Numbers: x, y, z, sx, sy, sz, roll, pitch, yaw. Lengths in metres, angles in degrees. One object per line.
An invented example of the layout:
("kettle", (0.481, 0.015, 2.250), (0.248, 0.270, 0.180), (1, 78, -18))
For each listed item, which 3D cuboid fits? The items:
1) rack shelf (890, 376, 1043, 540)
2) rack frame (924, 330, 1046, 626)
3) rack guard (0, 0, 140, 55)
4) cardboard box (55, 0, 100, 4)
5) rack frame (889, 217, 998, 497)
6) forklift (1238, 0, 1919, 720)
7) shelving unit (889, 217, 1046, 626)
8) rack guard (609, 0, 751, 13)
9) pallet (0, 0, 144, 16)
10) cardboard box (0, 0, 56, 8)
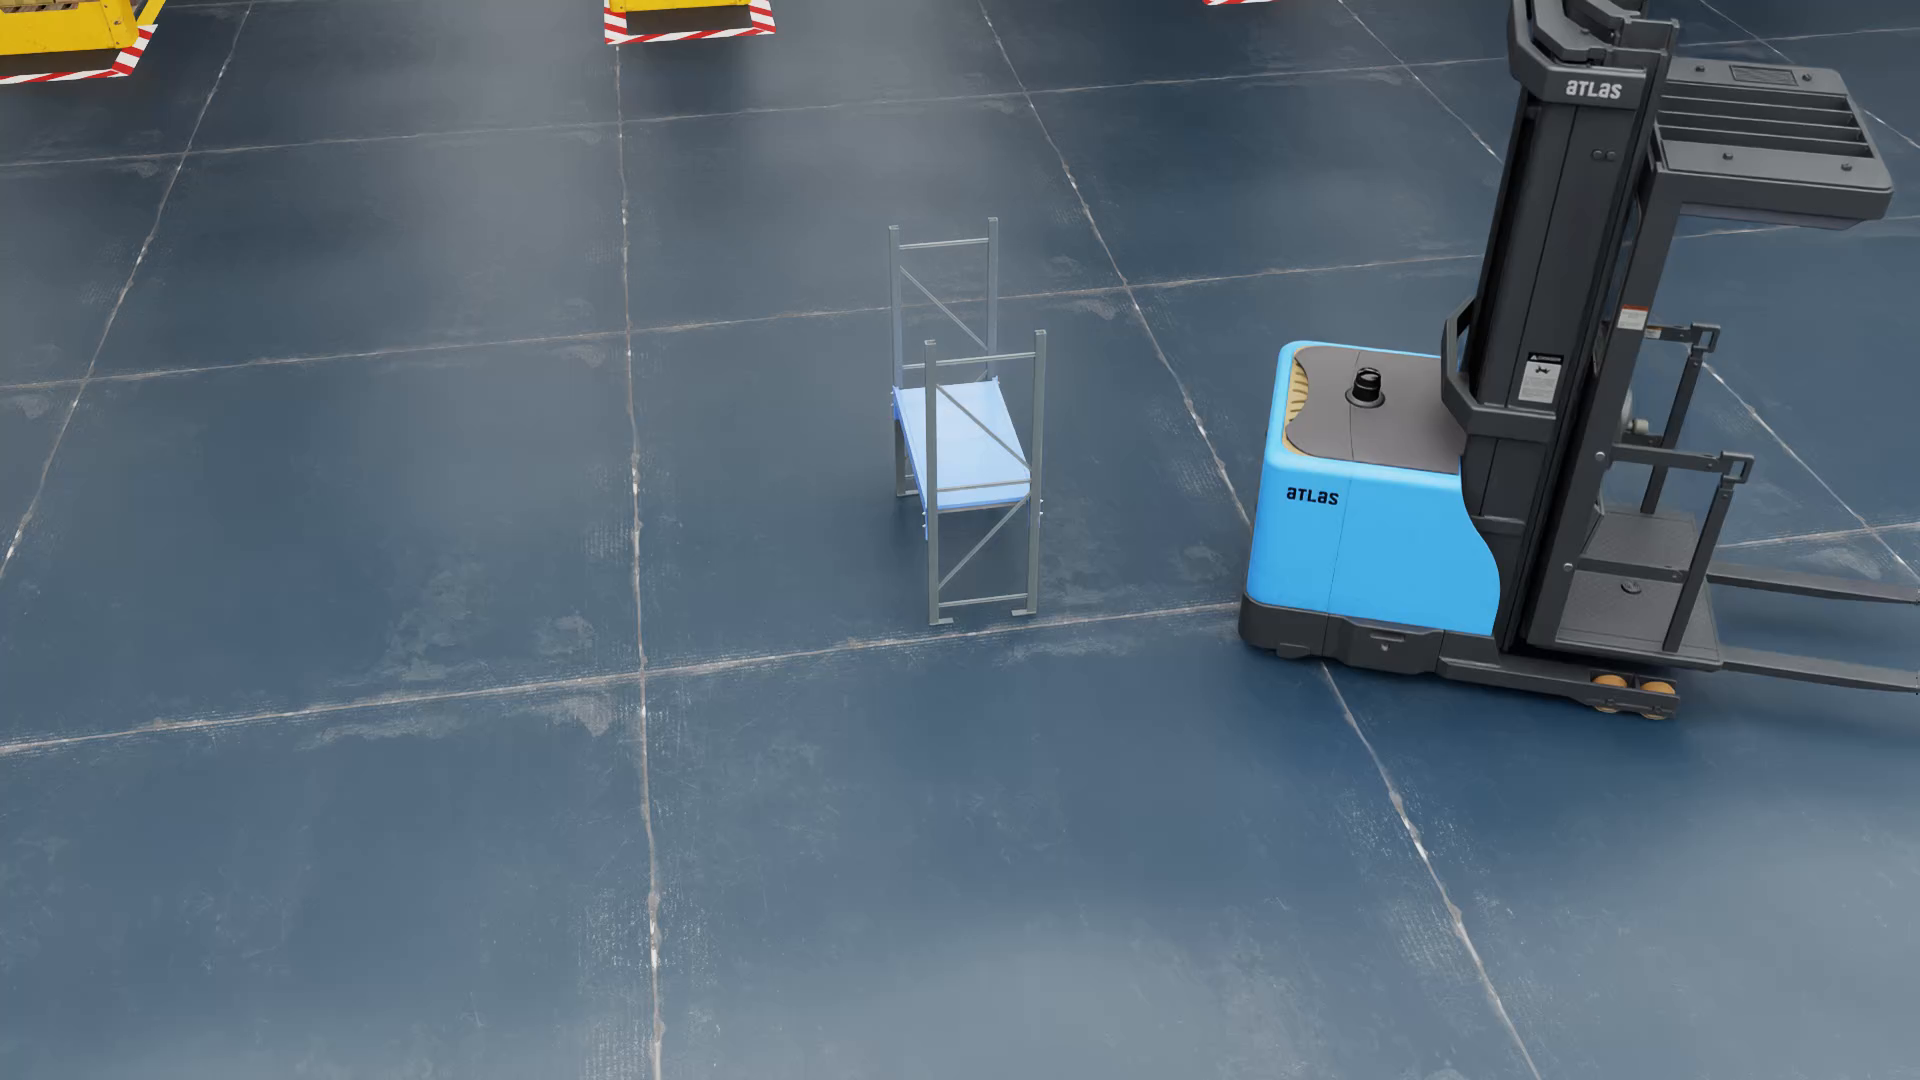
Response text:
("rack shelf", (0.015, -0.399, 7.734), (0.538, 0.185, 1.000), (-6, 38, -8))
("rack frame", (0.104, -0.234, 7.228), (0.500, 1.500, 0.032), (-6, 38, -8))
("rack guard", (-7.163, -4.139, 13.071), (1.175, 0.500, 0.348), (-6, 38, -8))
("cardboard box", (-7.042, -4.569, 13.485), (0.500, 0.250, 0.500), (-6, 38, -8))
("rack frame", (-0.074, -0.848, 8.019), (0.500, 1.500, 0.032), (-6, 38, -8))
("forklift", (2.827, -0.745, 6.719), (3.031, 2.935, 1.130), (8, 39, 10))
("shelving unit", (0.015, -0.541, 7.623), (0.538, 1.500, 1.048), (-6, 38, -8))
("rack guard", (-2.350, -4.725, 13.825), (1.175, 0.500, 0.348), (-6, 38, -8))
("pallet", (-7.343, -4.497, 13.767), (1.003, 0.211, 1.213), (-6, 38, -8))
("cardboard box", (-7.552, -4.513, 13.413), (0.500, 0.250, 0.500), (-6, 38, -8))
